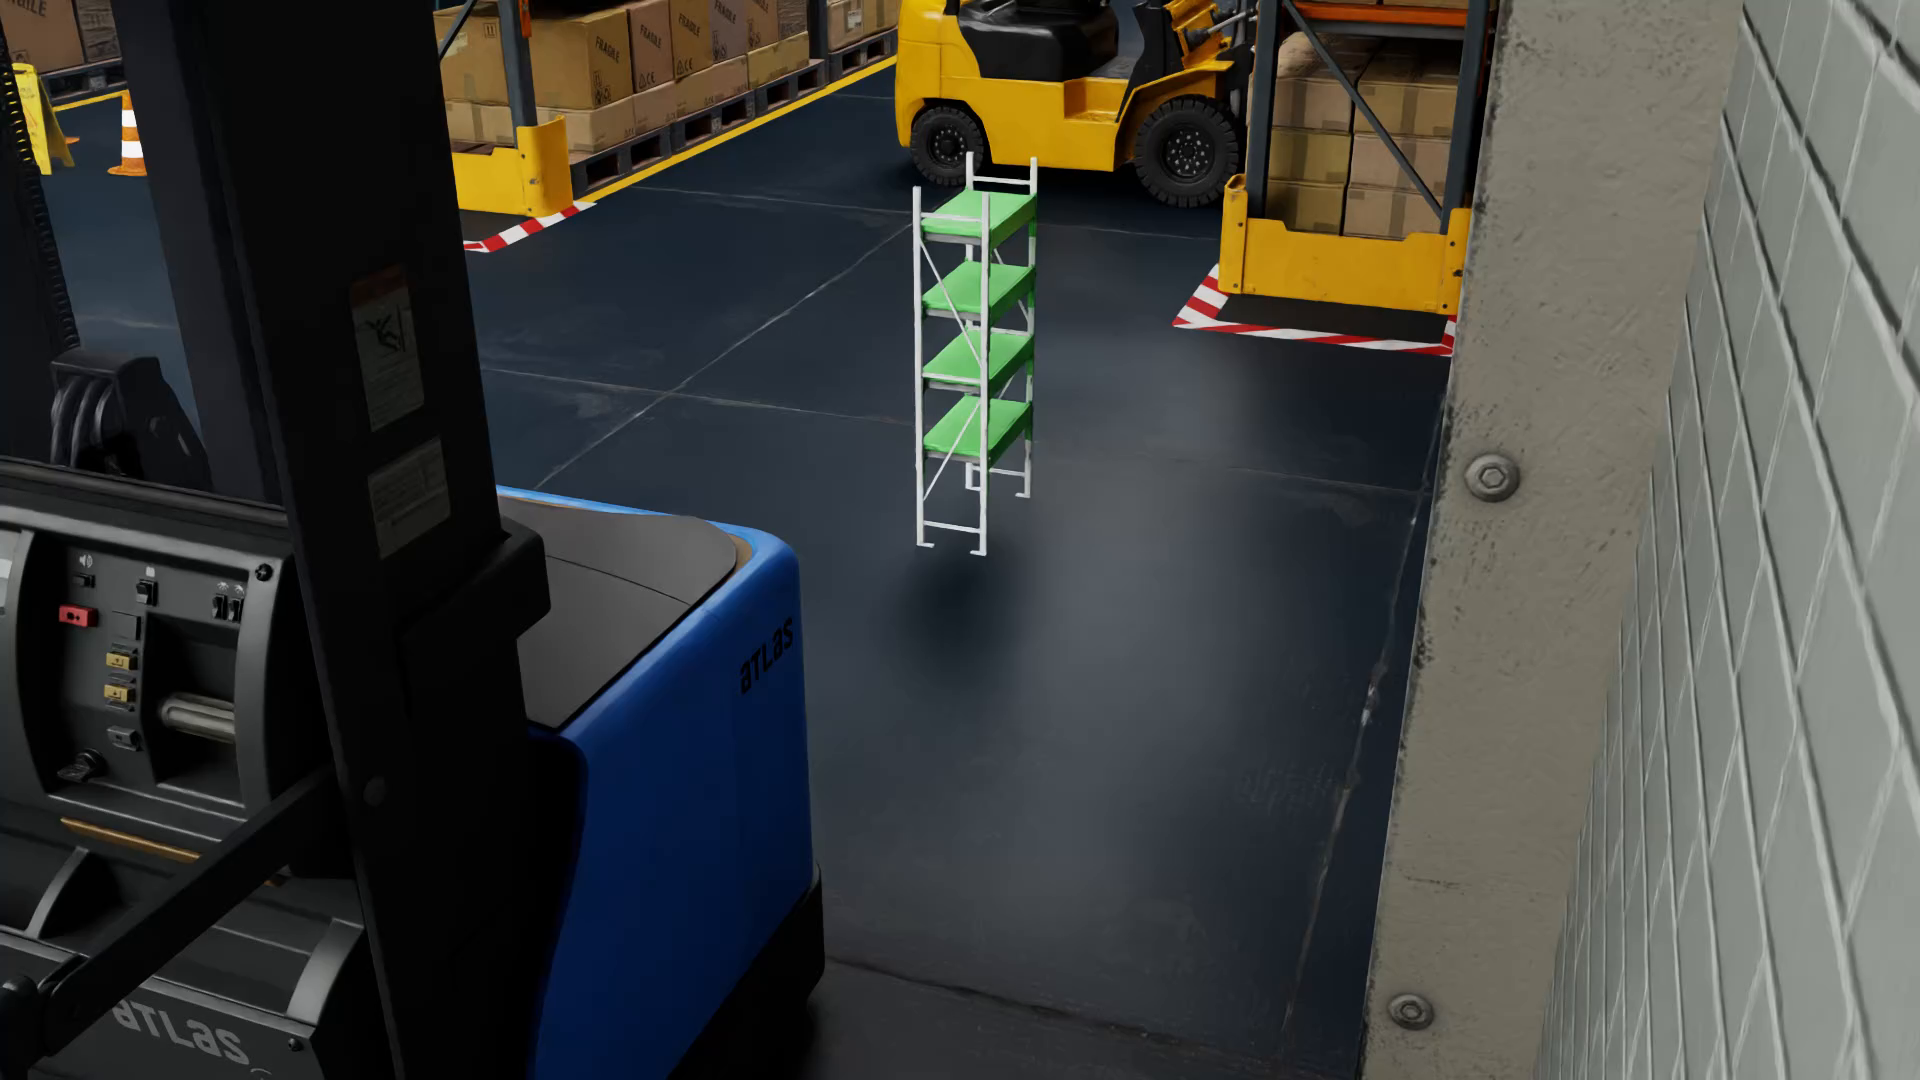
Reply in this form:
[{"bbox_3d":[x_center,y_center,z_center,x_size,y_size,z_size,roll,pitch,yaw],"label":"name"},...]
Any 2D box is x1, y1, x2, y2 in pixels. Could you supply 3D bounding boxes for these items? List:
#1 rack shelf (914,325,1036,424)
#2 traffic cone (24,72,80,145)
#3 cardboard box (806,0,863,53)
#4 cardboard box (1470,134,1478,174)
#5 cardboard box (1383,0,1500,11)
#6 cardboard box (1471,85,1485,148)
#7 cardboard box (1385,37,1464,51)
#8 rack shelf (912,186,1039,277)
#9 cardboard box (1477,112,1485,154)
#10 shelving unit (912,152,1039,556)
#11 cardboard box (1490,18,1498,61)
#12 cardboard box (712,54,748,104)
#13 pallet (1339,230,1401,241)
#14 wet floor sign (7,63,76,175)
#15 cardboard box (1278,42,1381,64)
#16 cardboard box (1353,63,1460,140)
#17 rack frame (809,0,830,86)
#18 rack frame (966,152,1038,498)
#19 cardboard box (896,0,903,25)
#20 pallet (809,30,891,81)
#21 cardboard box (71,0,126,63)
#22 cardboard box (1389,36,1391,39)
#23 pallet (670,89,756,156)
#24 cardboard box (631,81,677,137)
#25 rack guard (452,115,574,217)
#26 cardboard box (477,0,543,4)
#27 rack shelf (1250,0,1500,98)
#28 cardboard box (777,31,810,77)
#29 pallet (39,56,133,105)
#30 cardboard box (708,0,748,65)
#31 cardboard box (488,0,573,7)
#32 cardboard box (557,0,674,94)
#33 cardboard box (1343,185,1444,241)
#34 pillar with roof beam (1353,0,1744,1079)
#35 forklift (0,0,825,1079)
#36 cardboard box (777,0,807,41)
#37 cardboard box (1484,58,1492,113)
[{"bbox_3d":[0.055,-0.551,5.473,0.258,0.148,0.480,9,27,17],"label":"rack shelf"},{"bbox_3d":[-6.015,-2.815,10.849,0.336,0.463,0.334,9,27,17],"label":"traffic cone"},{"bbox_3d":[-1.326,-4.134,13.196,0.950,0.372,0.625,9,27,18],"label":"cardboard box"},{"bbox_3d":[2.552,-2.088,9.111,0.500,0.250,0.500,8,27,17],"label":"cardboard box"},{"bbox_3d":[2.279,-2.758,7.706,0.500,0.500,0.500,10,27,19],"label":"cardboard box"},{"bbox_3d":[2.544,-2.307,8.989,0.500,0.250,0.500,9,27,19],"label":"cardboard box"},{"bbox_3d":[2.530,-2.531,8.878,0.500,0.250,0.500,9,27,17],"label":"cardboard box"},{"bbox_3d":[0.055,-0.983,5.264,0.258,0.148,0.480,9,27,17],"label":"rack shelf"},{"bbox_3d":[2.877,-2.502,9.965,0.500,0.250,0.500,9,27,18],"label":"cardboard box"},{"bbox_3d":[0.055,-0.608,5.445,0.258,1.200,0.503,9,27,17],"label":"shelving unit"},{"bbox_3d":[2.867,-2.948,9.740,0.500,0.250,0.500,9,27,18],"label":"cardboard box"},{"bbox_3d":[-1.783,-3.153,11.309,0.500,0.250,0.500,9,27,18],"label":"cardboard box"},{"bbox_3d":[2.067,-1.615,8.660,1.003,0.211,1.213,9,27,17],"label":"pallet"},{"bbox_3d":[-5.674,-2.586,10.166,0.267,0.644,0.232,4,26,8],"label":"wet floor sign"},{"bbox_3d":[1.876,-2.396,8.600,0.500,0.250,0.500,9,27,18],"label":"cardboard box"},{"bbox_3d":[2.191,-2.121,8.032,0.500,0.250,0.500,8,27,17],"label":"cardboard box"},{"bbox_3d":[-1.499,-4.912,12.269,1.000,3.000,0.127,9,27,17],"label":"rack frame"},{"bbox_3d":[0.136,-0.708,5.653,0.240,1.200,0.015,9,27,17],"label":"rack frame"},{"bbox_3d":[-0.861,-4.716,14.398,0.950,0.372,0.625,10,27,19],"label":"cardboard box"},{"bbox_3d":[-1.241,-3.977,13.538,1.003,0.211,1.213,9,27,17],"label":"pallet"},{"bbox_3d":[-6.772,-4.202,12.758,0.875,0.875,0.875,9,27,18],"label":"cardboard box"},{"bbox_3d":[2.210,-2.812,9.459,0.500,0.250,0.500,8,27,16],"label":"cardboard box"},{"bbox_3d":[-2.093,-2.873,11.257,1.003,0.211,1.213,9,27,17],"label":"pallet"},{"bbox_3d":[-2.124,-2.720,10.415,0.500,0.250,0.500,10,27,19],"label":"cardboard box"},{"bbox_3d":[-2.804,-2.174,9.483,1.175,0.500,0.348,9,27,17],"label":"rack guard"},{"bbox_3d":[-2.750,-3.377,10.167,0.380,0.149,0.250,10,27,19],"label":"cardboard box"},{"bbox_3d":[2.518,-3.048,9.245,1.077,0.370,4.000,9,27,17],"label":"rack shelf"},{"bbox_3d":[-1.442,-3.581,12.195,0.500,0.250,0.500,10,28,20],"label":"cardboard box"},{"bbox_3d":[-6.931,-3.529,12.613,1.003,0.211,1.213,9,27,17],"label":"pallet"},{"bbox_3d":[-1.779,-3.500,11.165,0.500,0.500,0.500,10,28,20],"label":"cardboard box"},{"bbox_3d":[-2.639,-3.139,10.421,0.500,0.500,0.500,10,28,19],"label":"cardboard box"},{"bbox_3d":[-2.123,-3.074,10.286,0.500,0.500,0.500,8,27,16],"label":"cardboard box"},{"bbox_3d":[2.200,-1.675,8.257,0.500,0.250,0.500,9,27,18],"label":"cardboard box"},{"bbox_3d":[-3.122,-3.564,2.601,9.100,9.000,0.400,9,27,17],"label":"pillar with roof beam"},{"bbox_3d":[-1.282,0.161,1.871,1.130,2.935,3.031,9,27,19],"label":"forklift"},{"bbox_3d":[-1.442,-3.919,12.031,0.500,0.500,0.500,8,27,17],"label":"cardboard box"},{"bbox_3d":[2.889,-2.719,9.839,0.500,0.250,0.500,9,27,17],"label":"cardboard box"}]
